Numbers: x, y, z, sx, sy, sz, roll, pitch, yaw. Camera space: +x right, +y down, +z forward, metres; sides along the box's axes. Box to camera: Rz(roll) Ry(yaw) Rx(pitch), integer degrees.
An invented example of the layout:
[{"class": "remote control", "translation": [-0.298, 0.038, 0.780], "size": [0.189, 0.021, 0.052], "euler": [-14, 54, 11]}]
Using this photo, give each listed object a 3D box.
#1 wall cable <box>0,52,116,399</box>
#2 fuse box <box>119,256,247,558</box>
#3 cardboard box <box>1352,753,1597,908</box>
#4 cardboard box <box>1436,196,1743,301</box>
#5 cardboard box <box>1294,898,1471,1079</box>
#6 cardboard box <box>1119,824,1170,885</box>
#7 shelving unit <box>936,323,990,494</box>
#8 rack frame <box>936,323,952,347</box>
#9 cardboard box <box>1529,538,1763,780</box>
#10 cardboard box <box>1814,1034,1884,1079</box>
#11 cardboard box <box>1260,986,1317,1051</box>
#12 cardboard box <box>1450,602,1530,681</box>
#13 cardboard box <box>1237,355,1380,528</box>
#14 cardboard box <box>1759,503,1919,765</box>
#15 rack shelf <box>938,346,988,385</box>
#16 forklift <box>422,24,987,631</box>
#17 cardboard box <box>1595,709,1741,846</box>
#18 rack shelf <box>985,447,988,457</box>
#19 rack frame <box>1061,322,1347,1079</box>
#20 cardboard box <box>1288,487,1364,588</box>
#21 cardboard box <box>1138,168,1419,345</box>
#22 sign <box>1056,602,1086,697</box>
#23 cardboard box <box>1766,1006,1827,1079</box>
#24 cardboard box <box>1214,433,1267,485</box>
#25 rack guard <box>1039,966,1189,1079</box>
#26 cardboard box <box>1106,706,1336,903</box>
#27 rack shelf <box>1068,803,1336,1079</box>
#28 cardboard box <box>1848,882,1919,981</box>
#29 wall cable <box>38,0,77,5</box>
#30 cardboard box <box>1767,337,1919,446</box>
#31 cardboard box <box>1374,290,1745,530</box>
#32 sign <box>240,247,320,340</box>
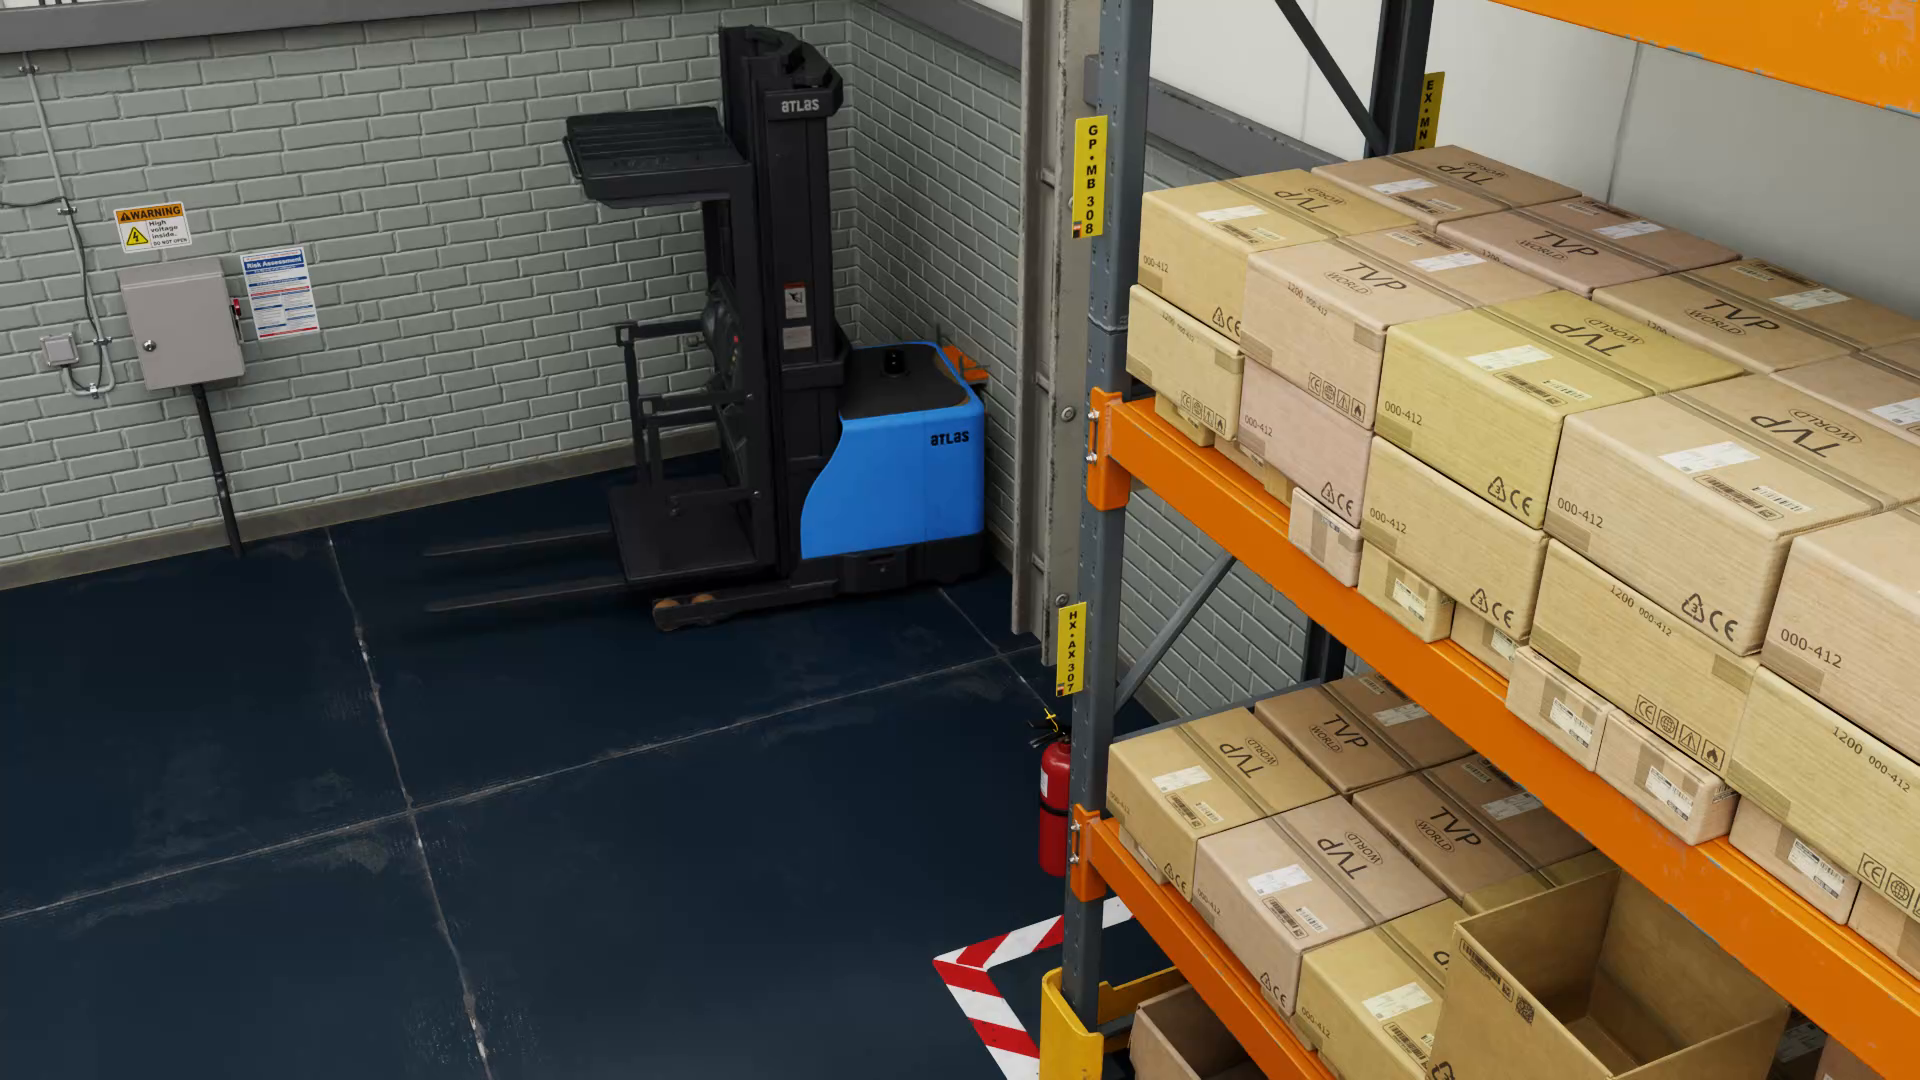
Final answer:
[{"class": "wall cable", "translation": [-4.808, -1.582, 8.465], "size": [0.588, 1.984, 0.122], "euler": [-13, 32, -22]}, {"class": "fuse box", "translation": [-4.124, -0.650, 9.160], "size": [0.539, 1.711, 0.414], "euler": [-13, 32, -22]}, {"class": "cardboard box", "translation": [1.497, 0.918, 4.896], "size": [0.500, 0.250, 0.500], "euler": [-13, 32, -22]}, {"class": "cardboard box", "translation": [1.505, -0.617, 4.054], "size": [0.500, 0.250, 0.500], "euler": [-14, 32, -23]}, {"class": "cardboard box", "translation": [1.228, 1.245, 4.312], "size": [0.500, 0.250, 0.500], "euler": [-14, 32, -23]}, {"class": "cardboard box", "translation": [0.733, 0.919, 5.301], "size": [0.380, 0.149, 0.250], "euler": [-13, 32, -22]}, {"class": "shelving unit", "translation": [0.074, -0.621, 9.601], "size": [0.258, 1.200, 0.503], "euler": [-10, 31, -12]}, {"class": "rack frame", "translation": [0.009, -0.737, 9.806], "size": [0.240, 1.200, 0.015], "euler": [-10, 31, -12]}, {"class": "cardboard box", "translation": [1.472, 0.160, 3.181], "size": [0.500, 0.250, 0.500], "euler": [-14, 32, -23]}, {"class": "cardboard box", "translation": [2.158, 1.268, 3.504], "size": [0.500, 0.500, 0.500], "euler": [-14, 32, -23]}, {"class": "cardboard box", "translation": [1.081, 1.255, 4.702], "size": [0.380, 0.149, 0.250], "euler": [-12, 31, -20]}, {"class": "cardboard box", "translation": [1.292, 0.167, 3.576], "size": [0.380, 0.149, 0.250], "euler": [-13, 32, -23]}, {"class": "cardboard box", "translation": [1.020, -0.293, 3.987], "size": [0.500, 0.250, 0.500], "euler": [-12, 32, -21]}, {"class": "cardboard box", "translation": [1.687, 0.162, 2.665], "size": [0.500, 0.250, 0.500], "euler": [-12, 32, -21]}, {"class": "rack shelf", "translation": [0.055, -0.960, 9.403], "size": [0.258, 0.148, 0.480], "euler": [-10, 31, -12]}, {"class": "forklift", "translation": [-1.428, -1.080, 8.680], "size": [3.031, 2.935, 1.130], "euler": [-8, 30, -14]}, {"class": "cardboard box", "translation": [1.448, 0.404, 3.153], "size": [0.380, 0.149, 0.250], "euler": [-12, 32, -21]}, {"class": "rack shelf", "translation": [0.077, -0.563, 9.635], "size": [0.258, 0.148, 0.480], "euler": [-10, 31, -12]}, {"class": "rack frame", "translation": [0.840, 0.606, 5.602], "size": [1.000, 3.000, 0.127], "euler": [-13, 32, -22]}, {"class": "cardboard box", "translation": [1.011, -0.044, 3.951], "size": [0.380, 0.149, 0.250], "euler": [-12, 32, -21]}, {"class": "cardboard box", "translation": [0.803, -0.736, 4.266], "size": [0.500, 0.250, 0.500], "euler": [-13, 32, -23]}, {"class": "sign", "translation": [0.350, 0.343, 5.187], "size": [0.100, 0.325, 0.005], "euler": [-13, 32, -22]}, {"class": "cardboard box", "translation": [1.930, 1.368, 4.092], "size": [0.500, 0.250, 0.500], "euler": [-13, 32, -22]}, {"class": "cardboard box", "translation": [0.903, -0.292, 4.395], "size": [0.380, 0.149, 0.250], "euler": [-12, 32, -21]}, {"class": "rack guard", "translation": [0.872, 1.730, 6.153], "size": [1.175, 0.500, 0.348], "euler": [-13, 32, -22]}, {"class": "cardboard box", "translation": [0.791, 0.799, 5.107], "size": [0.500, 0.250, 0.500], "euler": [-13, 32, -22]}, {"class": "rack shelf", "translation": [1.698, 1.804, 4.202], "size": [1.077, 0.370, 4.000], "euler": [-13, 32, -22]}, {"class": "cardboard box", "translation": [1.736, 0.615, 2.777], "size": [0.380, 0.149, 0.250], "euler": [-12, 31, -20]}, {"class": "wall cable", "translation": [-3.126, -4.161, 7.932], "size": [2.988, 3.039, 0.133], "euler": [-13, 32, -22]}, {"class": "cardboard box", "translation": [1.926, -0.165, 3.248], "size": [0.500, 0.250, 0.500], "euler": [-13, 32, -22]}, {"class": "cardboard box", "translation": [1.233, -0.288, 3.468], "size": [0.500, 0.250, 0.500], "euler": [-14, 32, -23]}, {"class": "sign", "translation": [-3.767, -1.366, 9.216], "size": [0.329, 0.494, 0.001], "euler": [-13, 32, -22]}]
